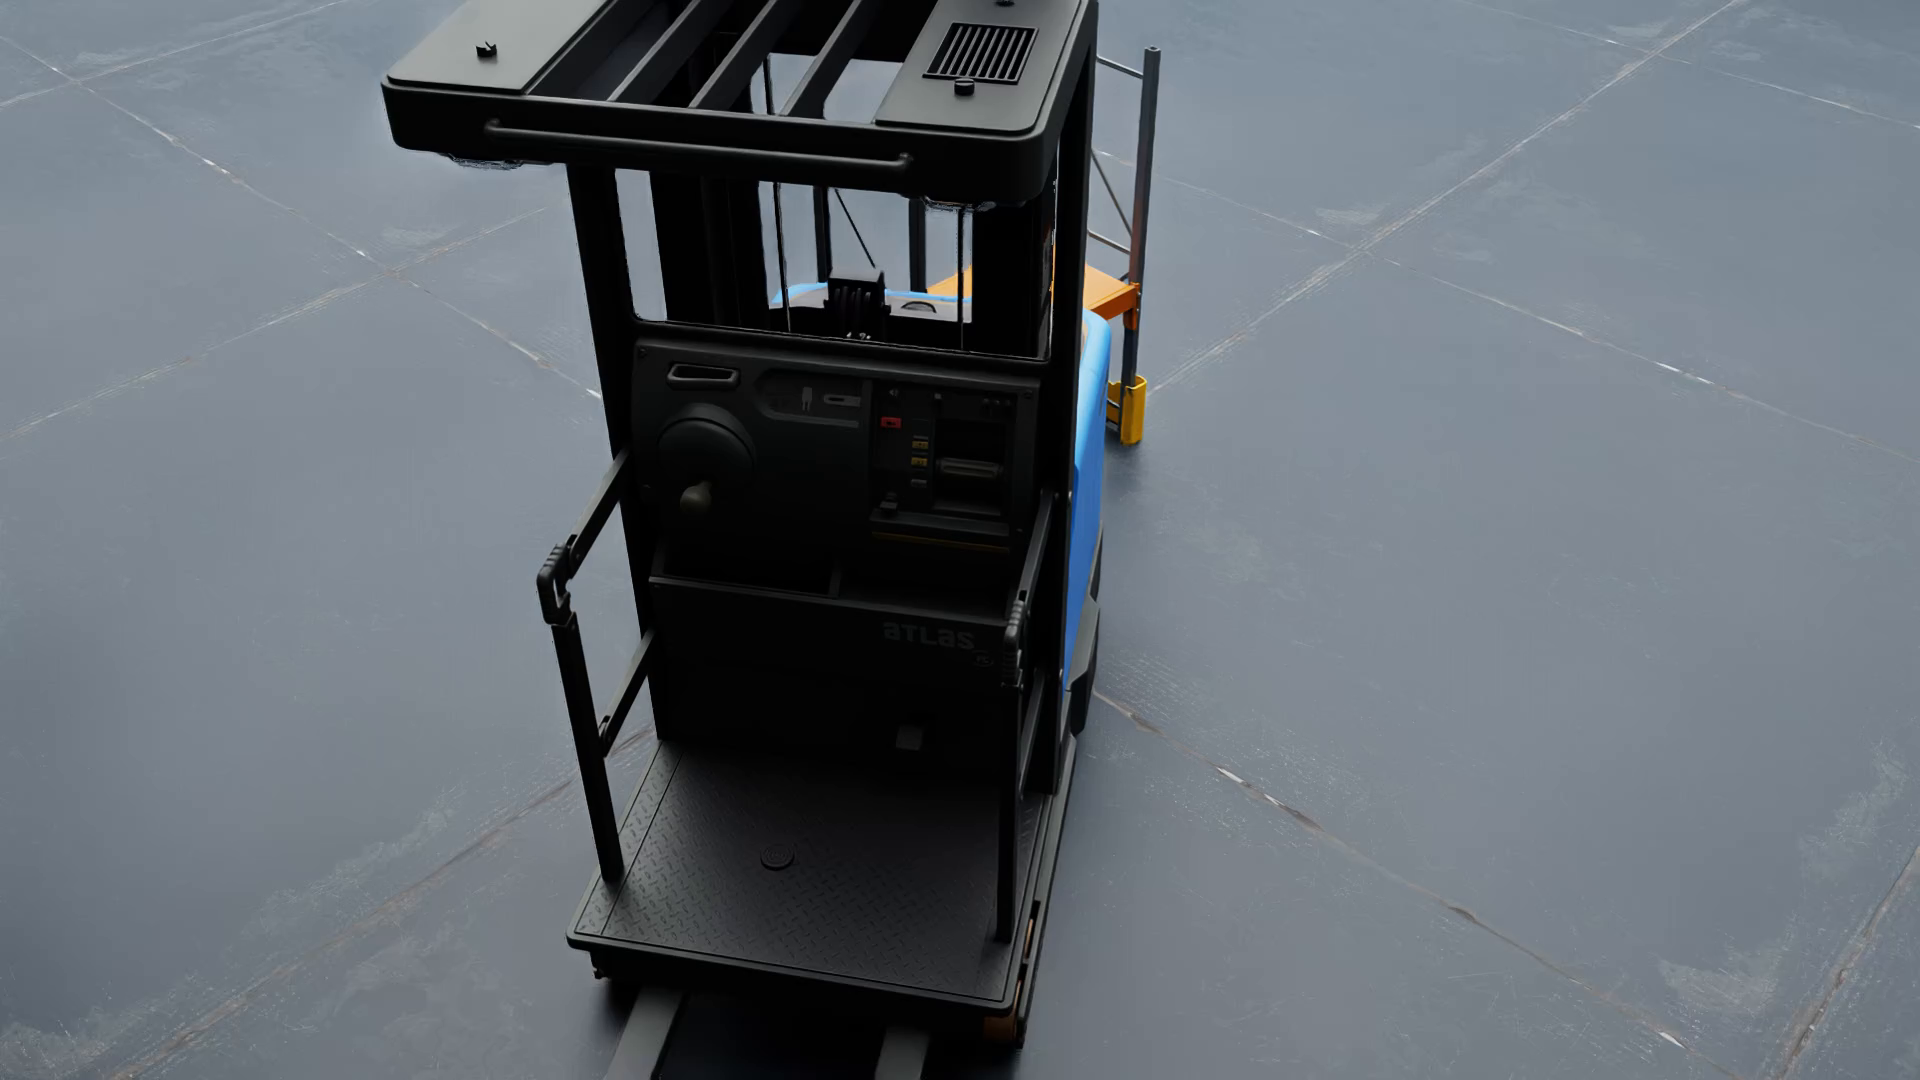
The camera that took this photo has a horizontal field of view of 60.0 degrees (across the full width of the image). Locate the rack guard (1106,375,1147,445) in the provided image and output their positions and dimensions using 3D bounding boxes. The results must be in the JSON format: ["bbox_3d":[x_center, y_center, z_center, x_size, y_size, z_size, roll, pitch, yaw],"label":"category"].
[{"bbox_3d":[0.460,-0.598,6.301,0.087,0.250,0.587,-30,47,-32],"label":"rack guard"}]

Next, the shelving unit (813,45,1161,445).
[{"bbox_3d":[0.096,-0.875,5.646,1.083,1.500,0.587,-30,47,-32],"label":"shelving unit"}]

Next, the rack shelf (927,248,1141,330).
[{"bbox_3d":[0.090,-0.731,5.753,1.000,0.185,0.538,-30,47,-32],"label":"rack shelf"}]

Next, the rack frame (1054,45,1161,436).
[{"bbox_3d":[0.461,-1.088,5.913,0.032,1.500,0.500,-30,47,-32],"label":"rack frame"}]

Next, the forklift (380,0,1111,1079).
[{"bbox_3d":[-0.327,-0.142,3.574,1.130,2.935,3.031,7,39,9],"label":"forklift"}]

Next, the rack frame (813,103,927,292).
[{"bbox_3d":[-0.281,-0.655,5.369,0.032,1.500,0.500,-30,47,-32],"label":"rack frame"}]
